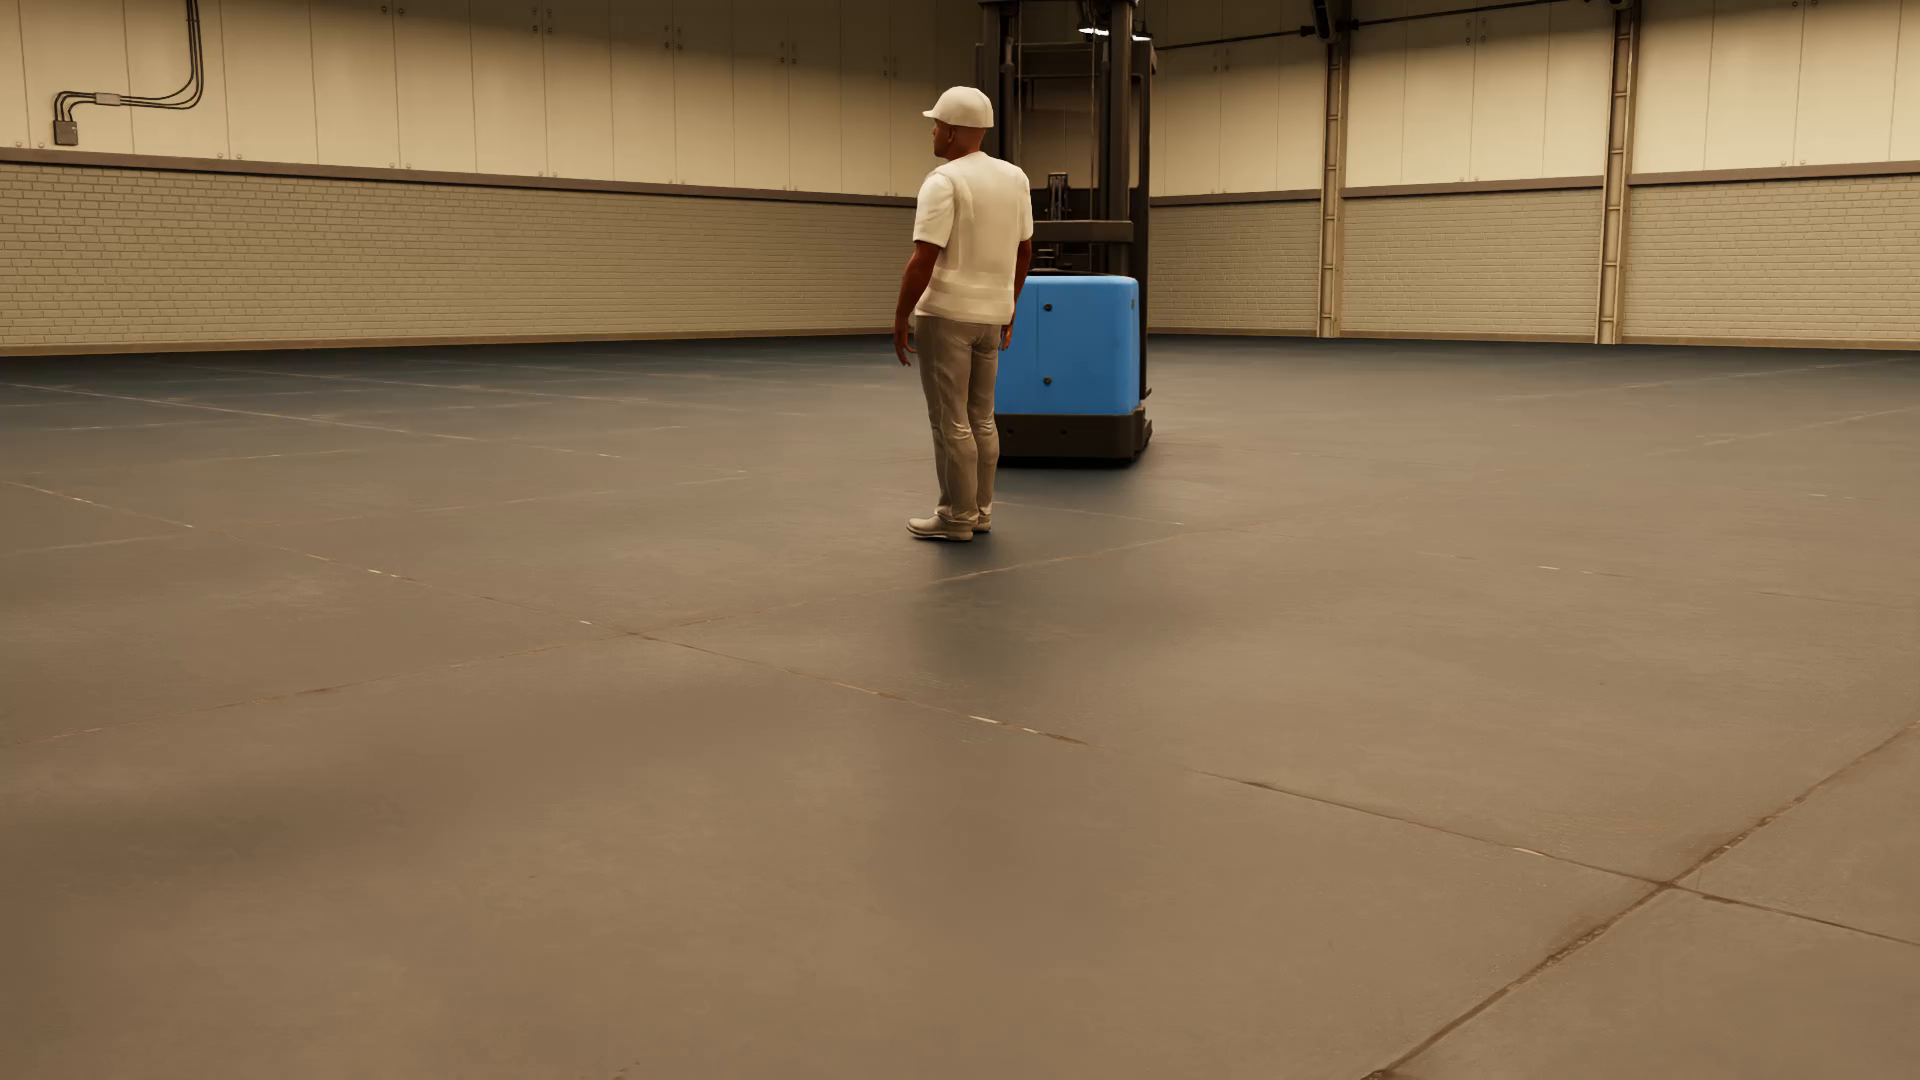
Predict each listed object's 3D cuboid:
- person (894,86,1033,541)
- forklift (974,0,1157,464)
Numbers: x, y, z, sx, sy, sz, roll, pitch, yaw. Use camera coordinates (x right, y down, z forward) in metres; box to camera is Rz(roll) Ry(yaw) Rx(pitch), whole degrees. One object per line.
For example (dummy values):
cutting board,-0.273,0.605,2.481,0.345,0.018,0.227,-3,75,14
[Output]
person,-0.047,-0.888,6.637,0.575,1.768,0.665,8,12,43
forklift,0.671,-2.066,10.594,1.130,2.935,3.031,1,9,9
